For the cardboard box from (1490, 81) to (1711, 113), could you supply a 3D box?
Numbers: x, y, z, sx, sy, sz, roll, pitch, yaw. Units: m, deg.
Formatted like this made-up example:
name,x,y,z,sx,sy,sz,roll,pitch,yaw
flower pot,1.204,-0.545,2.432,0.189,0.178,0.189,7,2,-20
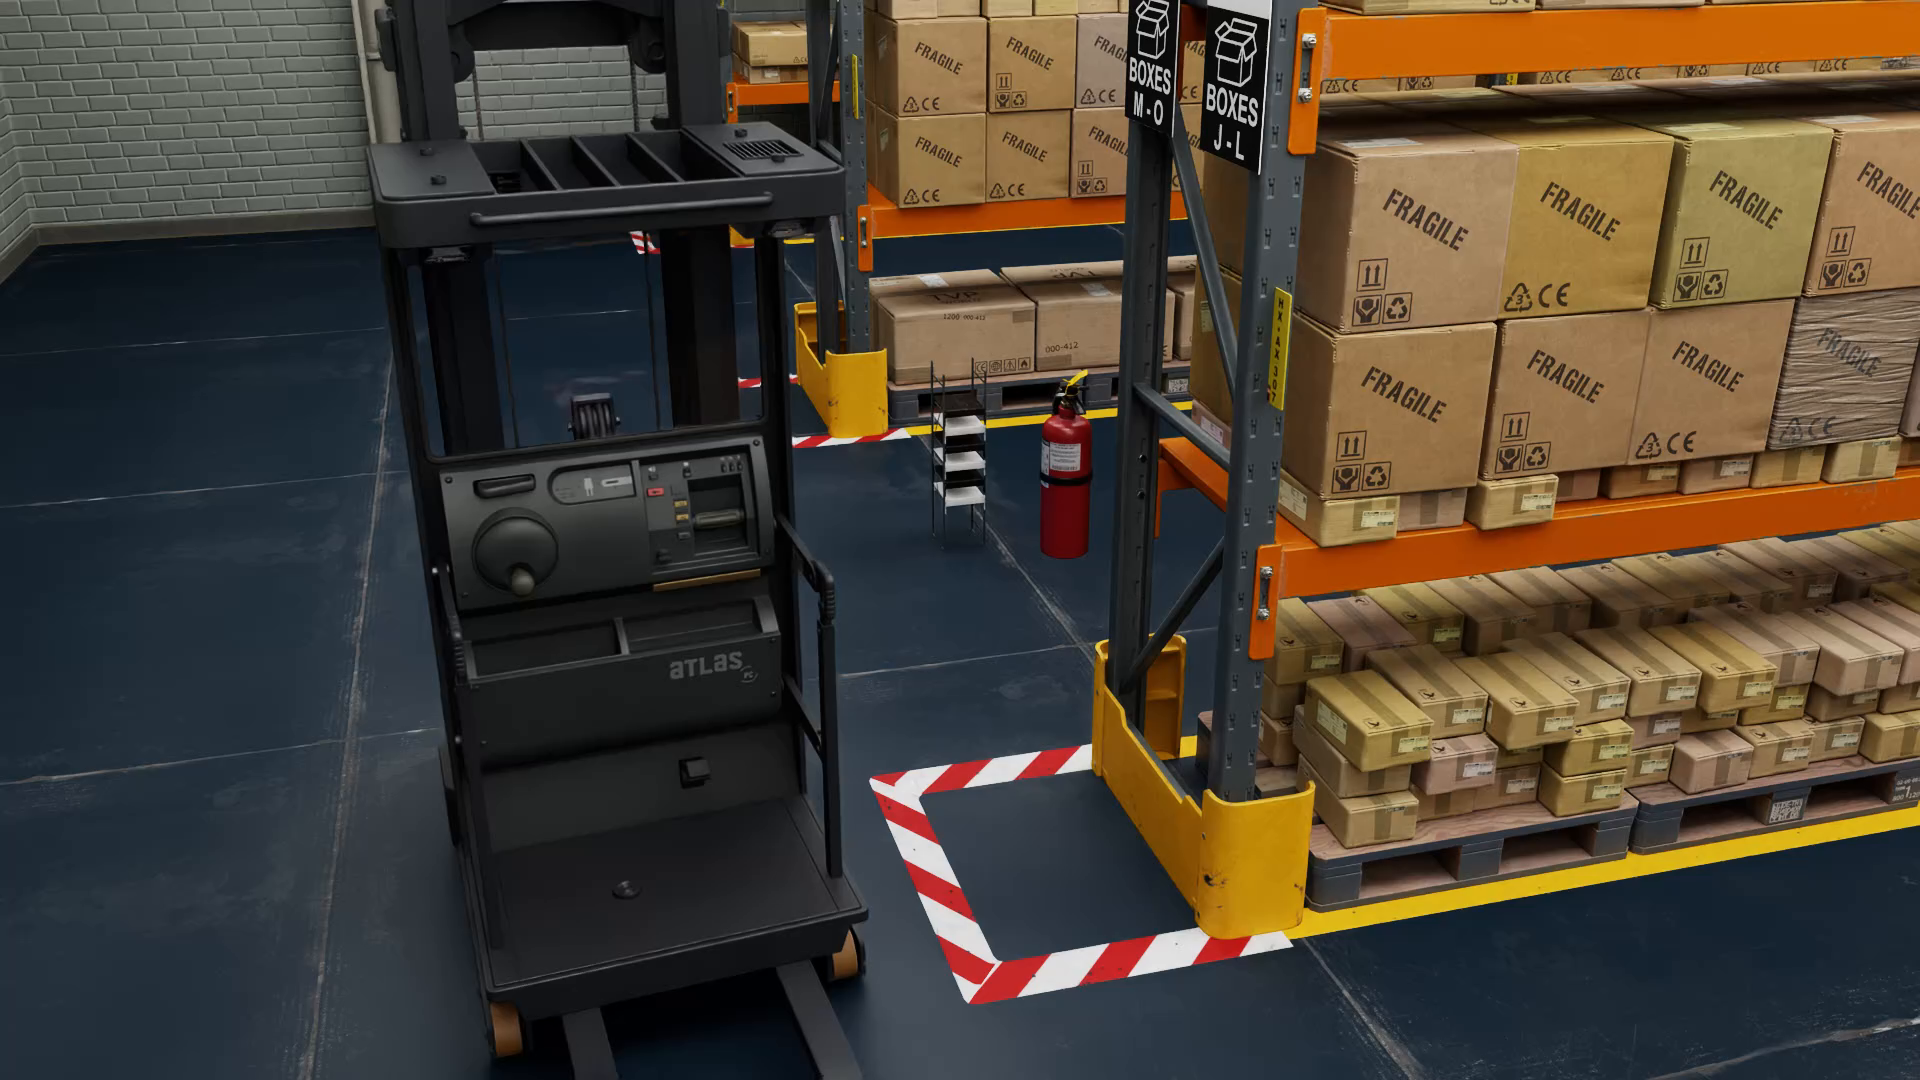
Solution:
name,x,y,z,sx,sy,sz,roll,pitch,yaw
cardboard box,2.088,-1.231,5.543,0.500,0.500,0.500,-5,24,-12

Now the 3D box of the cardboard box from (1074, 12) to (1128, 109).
name,x,y,z,sx,sy,sz,roll,pitch,yaw
cardboard box,0.823,-2.765,9.496,0.500,0.500,0.500,-6,24,-15

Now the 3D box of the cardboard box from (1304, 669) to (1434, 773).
name,x,y,z,sx,sy,sz,roll,pitch,yaw
cardboard box,1.325,0.584,5.413,0.250,0.149,0.380,-7,24,-17

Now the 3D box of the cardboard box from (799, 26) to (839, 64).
name,x,y,z,sx,sy,sz,roll,pitch,yaw
cardboard box,-1.055,-4.153,13.938,0.500,0.250,0.500,-6,24,-14

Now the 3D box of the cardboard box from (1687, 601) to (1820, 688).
name,x,y,z,sx,sy,sz,roll,pitch,yaw
cardboard box,2.803,0.373,5.904,0.250,0.149,0.380,-6,24,-14

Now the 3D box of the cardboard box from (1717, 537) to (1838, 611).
name,x,y,z,sx,sy,sz,roll,pitch,yaw
cardboard box,3.169,0.128,6.476,0.250,0.149,0.380,-6,24,-13

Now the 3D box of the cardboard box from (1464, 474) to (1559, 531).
name,x,y,z,sx,sy,sz,roll,pitch,yaw
cardboard box,1.637,-0.179,5.181,0.250,0.149,0.380,-7,24,-16

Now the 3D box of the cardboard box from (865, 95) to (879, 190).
name,x,y,z,sx,sy,sz,roll,pitch,yaw
cardboard box,-0.312,-2.399,9.911,0.500,0.500,0.500,-6,24,-14

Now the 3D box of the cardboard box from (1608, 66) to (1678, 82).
name,x,y,z,sx,sy,sz,roll,pitch,yaw
cardboard box,4.130,-3.135,10.358,0.500,0.500,0.500,-6,24,-15

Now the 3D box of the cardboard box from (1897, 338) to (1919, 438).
name,x,y,z,sx,sy,sz,roll,pitch,yaw
cardboard box,3.211,-0.675,5.516,0.500,0.500,0.500,-6,24,-15

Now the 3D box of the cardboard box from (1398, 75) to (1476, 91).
name,x,y,z,sx,sy,sz,roll,pitch,yaw
cardboard box,2.766,-2.978,9.991,0.500,0.500,0.500,-7,24,-15

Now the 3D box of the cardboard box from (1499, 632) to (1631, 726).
name,x,y,z,sx,sy,sz,roll,pitch,yaw
cardboard box,2.052,0.473,5.672,0.250,0.149,0.380,-8,24,-17

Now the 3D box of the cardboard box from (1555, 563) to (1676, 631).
name,x,y,z,sx,sy,sz,roll,pitch,yaw
cardboard box,2.437,0.238,6.219,0.250,0.149,0.380,-7,24,-16

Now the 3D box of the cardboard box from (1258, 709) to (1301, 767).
name,x,y,z,sx,sy,sz,roll,pitch,yaw
cardboard box,1.180,0.649,6.016,0.250,0.149,0.380,-6,24,-13

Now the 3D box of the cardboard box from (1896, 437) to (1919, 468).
name,x,y,z,sx,sy,sz,roll,pitch,yaw
cardboard box,3.109,-0.384,5.660,0.250,0.149,0.380,-7,24,-15

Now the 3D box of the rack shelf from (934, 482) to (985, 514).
name,x,y,z,sx,sy,sz,roll,pitch,yaw
rack shelf,-0.008,-0.217,8.155,0.200,0.077,0.258,-6,24,-14

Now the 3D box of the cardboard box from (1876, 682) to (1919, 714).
name,x,y,z,sx,sy,sz,roll,pitch,yaw
cardboard box,3.344,0.469,6.059,0.250,0.149,0.380,-6,24,-13

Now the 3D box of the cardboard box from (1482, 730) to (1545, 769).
name,x,y,z,sx,sy,sz,roll,pitch,yaw
cardboard box,1.794,0.622,5.702,0.250,0.149,0.380,-6,24,-14

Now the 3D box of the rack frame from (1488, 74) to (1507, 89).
name,x,y,z,sx,sy,sz,roll,pitch,yaw
rack frame,3.146,-2.627,10.569,0.127,3.000,1.000,-6,24,-14

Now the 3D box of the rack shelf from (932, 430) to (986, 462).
name,x,y,z,sx,sy,sz,roll,pitch,yaw
rack shelf,-0.008,-0.465,8.048,0.200,0.077,0.258,-6,24,-14

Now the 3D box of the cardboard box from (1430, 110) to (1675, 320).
name,x,y,z,sx,sy,sz,roll,pitch,yaw
cardboard box,1.717,-0.978,4.953,0.500,0.500,0.500,-6,24,-13

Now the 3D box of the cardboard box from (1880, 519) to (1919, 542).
name,x,y,z,sx,sy,sz,roll,pitch,yaw
cardboard box,3.912,0.050,6.658,0.250,0.149,0.380,-5,24,-12

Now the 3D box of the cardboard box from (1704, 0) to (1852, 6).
name,x,y,z,sx,sy,sz,roll,pitch,yaw
cardboard box,2.231,-1.707,4.811,0.500,0.250,0.500,-7,24,-16

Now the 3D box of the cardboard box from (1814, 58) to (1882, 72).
name,x,y,z,sx,sy,sz,roll,pitch,yaw
cardboard box,5.598,-3.296,10.733,0.500,0.500,0.500,-6,24,-14

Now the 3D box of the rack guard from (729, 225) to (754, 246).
name,x,y,z,sx,sy,sz,roll,pitch,yaw
rack guard,-1.977,-2.945,14.479,0.348,0.500,1.175,-6,24,-14

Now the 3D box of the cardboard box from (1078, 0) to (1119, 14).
name,x,y,z,sx,sy,sz,roll,pitch,yaw
cardboard box,0.713,-3.060,9.359,0.250,0.149,0.380,-6,24,-14

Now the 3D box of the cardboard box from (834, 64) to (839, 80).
name,x,y,z,sx,sy,sz,roll,pitch,yaw
cardboard box,-1.183,-3.987,14.056,0.250,0.149,0.380,-7,24,-15

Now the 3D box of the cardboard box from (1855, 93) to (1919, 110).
name,x,y,z,sx,sy,sz,roll,pitch,yaw
cardboard box,3.208,-1.142,5.335,0.500,0.500,0.500,-6,24,-13

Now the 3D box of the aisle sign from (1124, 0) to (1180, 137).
name,x,y,z,sx,sy,sz,roll,pitch,yaw
aisle sign,0.578,-1.634,4.956,0.004,0.787,0.394,-6,24,-14

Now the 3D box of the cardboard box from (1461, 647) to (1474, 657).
name,x,y,z,sx,sy,sz,roll,pitch,yaw
cardboard box,1.947,0.437,6.132,0.250,0.149,0.380,-7,24,-15

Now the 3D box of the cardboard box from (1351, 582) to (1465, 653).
name,x,y,z,sx,sy,sz,roll,pitch,yaw
cardboard box,1.643,0.278,6.127,0.250,0.149,0.380,-7,24,-16

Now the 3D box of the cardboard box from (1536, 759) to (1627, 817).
name,x,y,z,sx,sy,sz,roll,pitch,yaw
cardboard box,2.063,0.776,5.719,0.250,0.149,0.380,-6,24,-14

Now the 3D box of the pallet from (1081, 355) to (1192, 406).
name,x,y,z,sx,sy,sz,roll,pitch,yaw
pallet,1.216,-1.163,10.693,1.213,0.211,1.003,-6,24,-14

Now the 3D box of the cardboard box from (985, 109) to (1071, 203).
name,x,y,z,sx,sy,sz,roll,pitch,yaw
cardboard box,0.314,-2.254,9.572,0.500,0.500,0.500,-7,24,-15

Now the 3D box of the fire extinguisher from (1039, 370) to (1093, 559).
name,x,y,z,sx,sy,sz,roll,pitch,yaw
fire extinguisher,0.362,-0.274,5.656,0.183,0.674,0.296,-6,24,-14

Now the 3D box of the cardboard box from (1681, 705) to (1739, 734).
name,x,y,z,sx,sy,sz,roll,pitch,yaw
cardboard box,2.550,0.527,5.924,0.250,0.149,0.380,-5,24,-12

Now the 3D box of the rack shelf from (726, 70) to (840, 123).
name,x,y,z,sx,sy,sz,roll,pitch,yaw
rack shelf,-0.124,-3.968,14.606,4.000,0.370,1.077,-6,24,-14

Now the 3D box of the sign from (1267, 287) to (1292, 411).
name,x,y,z,sx,sy,sz,roll,pitch,yaw
sign,0.876,-0.525,4.571,0.005,0.325,0.100,-6,24,-14

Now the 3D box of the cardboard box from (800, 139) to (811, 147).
name,x,y,z,sx,sy,sz,roll,pitch,yaw
cardboard box,-1.435,-3.160,14.445,0.637,0.503,0.797,-7,24,-16

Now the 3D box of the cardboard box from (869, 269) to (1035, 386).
name,x,y,z,sx,sy,sz,roll,pitch,yaw
cardboard box,-0.097,-1.325,10.251,0.875,0.438,0.875,-7,24,-16

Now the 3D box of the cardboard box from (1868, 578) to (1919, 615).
name,x,y,z,sx,sy,sz,roll,pitch,yaw
cardboard box,3.564,0.291,6.096,0.250,0.149,0.380,-6,24,-13

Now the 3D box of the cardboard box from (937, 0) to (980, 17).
name,x,y,z,sx,sy,sz,roll,pitch,yaw
cardboard box,-0.056,-2.993,9.203,0.250,0.149,0.380,-6,24,-13

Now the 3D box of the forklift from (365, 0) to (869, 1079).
name,x,y,z,sx,sy,sz,roll,pitch,yaw
forklift,-0.934,-0.044,4.636,1.130,2.935,3.031,-8,25,-19

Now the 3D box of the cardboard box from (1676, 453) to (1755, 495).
name,x,y,z,sx,sy,sz,roll,pitch,yaw
cardboard box,2.362,-0.293,5.448,0.250,0.149,0.380,-7,24,-15

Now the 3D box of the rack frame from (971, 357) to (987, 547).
name,x,y,z,sx,sy,sz,roll,pitch,yaw
rack frame,0.090,-0.424,8.096,0.006,0.900,0.240,-6,24,-14

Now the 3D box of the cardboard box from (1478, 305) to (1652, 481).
name,x,y,z,sx,sy,sz,roll,pitch,yaw
cardboard box,1.744,-0.525,5.166,0.500,0.500,0.500,-6,24,-14

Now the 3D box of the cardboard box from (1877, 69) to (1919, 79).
name,x,y,z,sx,sy,sz,roll,pitch,yaw
cardboard box,3.585,-1.384,5.900,0.500,0.500,0.500,-7,24,-16

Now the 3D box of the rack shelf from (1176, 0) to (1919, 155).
name,x,y,z,sx,sy,sz,roll,pitch,yaw
rack shelf,2.655,-1.594,5.268,4.000,0.370,1.077,-6,24,-14

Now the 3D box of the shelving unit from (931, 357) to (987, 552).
name,x,y,z,sx,sy,sz,roll,pitch,yaw
shelving unit,-0.008,-0.413,8.071,0.210,0.900,0.258,-6,24,-14

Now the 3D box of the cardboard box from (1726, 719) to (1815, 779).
name,x,y,z,sx,sy,sz,roll,pitch,yaw
cardboard box,2.806,0.680,5.944,0.250,0.149,0.380,-6,24,-14

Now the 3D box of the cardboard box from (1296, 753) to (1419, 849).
name,x,y,z,sx,sy,sz,roll,pitch,yaw
cardboard box,1.320,0.850,5.548,0.250,0.149,0.380,-6,24,-13
